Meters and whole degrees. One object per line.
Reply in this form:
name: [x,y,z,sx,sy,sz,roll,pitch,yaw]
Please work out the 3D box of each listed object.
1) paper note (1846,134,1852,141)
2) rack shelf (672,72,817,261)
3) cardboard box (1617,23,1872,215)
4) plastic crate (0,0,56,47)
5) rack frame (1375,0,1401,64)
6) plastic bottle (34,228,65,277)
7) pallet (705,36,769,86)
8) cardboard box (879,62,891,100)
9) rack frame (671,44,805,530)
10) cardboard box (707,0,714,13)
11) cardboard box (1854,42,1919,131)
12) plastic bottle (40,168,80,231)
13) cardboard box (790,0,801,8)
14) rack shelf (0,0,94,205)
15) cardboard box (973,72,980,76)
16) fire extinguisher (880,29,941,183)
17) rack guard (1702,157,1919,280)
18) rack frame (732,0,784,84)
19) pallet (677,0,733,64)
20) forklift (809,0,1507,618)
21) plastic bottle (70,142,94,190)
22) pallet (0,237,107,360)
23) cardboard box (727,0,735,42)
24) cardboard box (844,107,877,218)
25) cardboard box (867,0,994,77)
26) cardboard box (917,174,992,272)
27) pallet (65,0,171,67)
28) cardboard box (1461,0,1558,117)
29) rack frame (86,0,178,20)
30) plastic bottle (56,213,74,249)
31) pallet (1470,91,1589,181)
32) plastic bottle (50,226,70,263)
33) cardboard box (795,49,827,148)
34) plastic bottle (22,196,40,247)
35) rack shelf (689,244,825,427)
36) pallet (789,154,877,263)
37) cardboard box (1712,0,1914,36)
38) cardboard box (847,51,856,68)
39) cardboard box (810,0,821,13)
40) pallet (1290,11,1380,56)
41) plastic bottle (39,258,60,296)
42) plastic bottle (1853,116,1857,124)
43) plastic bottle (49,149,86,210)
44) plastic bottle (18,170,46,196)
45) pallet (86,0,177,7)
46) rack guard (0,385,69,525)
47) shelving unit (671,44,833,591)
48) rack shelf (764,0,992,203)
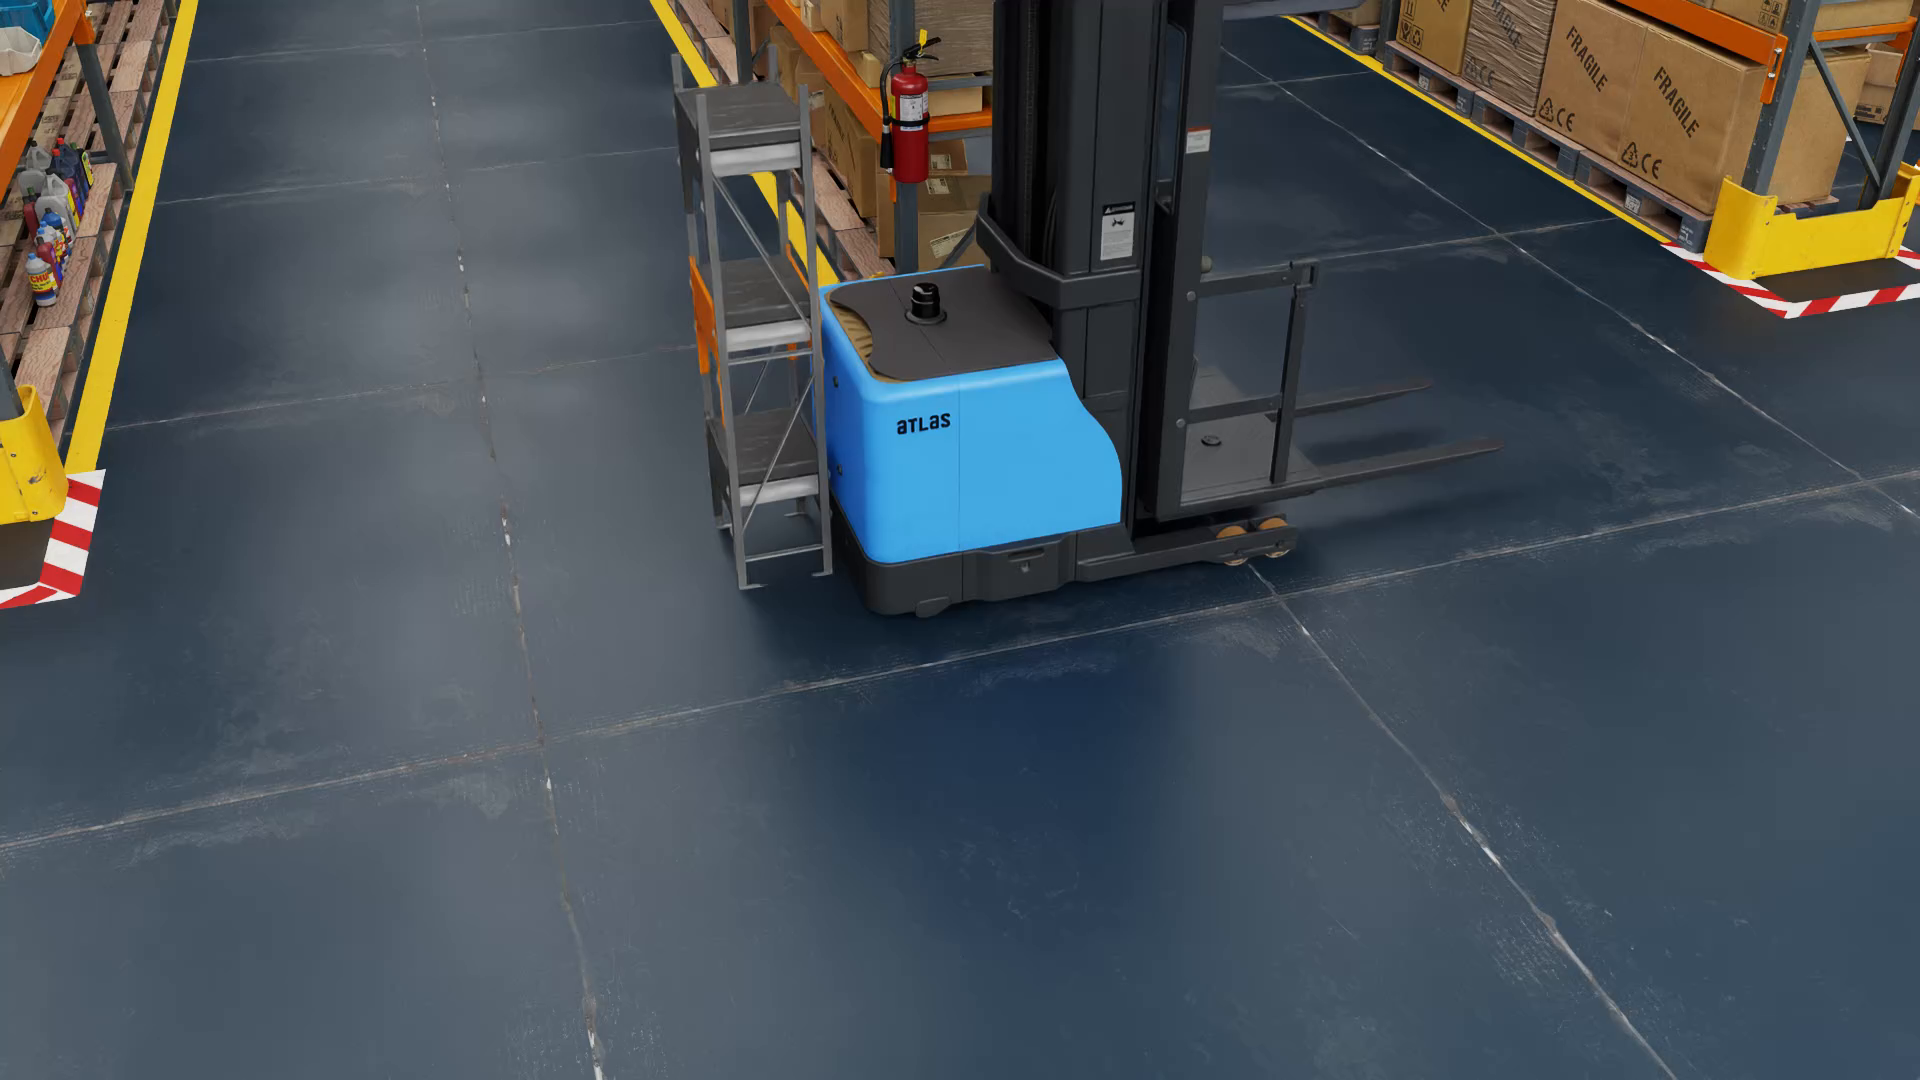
paper note: [6.079,-2.775,11.424,0.144,0.017,0.142,1,33,2]
rack shelf: [-0.806,-1.402,6.223,0.431,0.518,0.480,-10,35,-15]
cardboard box: [4.658,-2.561,9.952,0.875,0.875,0.875,-10,35,-14]
plastic crate: [-5.167,-2.817,8.926,0.499,0.251,0.616,-10,35,-15]
rack frame: [3.708,-5.028,12.138,1.000,3.000,0.127,-10,35,-15]
plastic bottle: [-4.904,-1.543,8.941,0.097,0.271,0.097,0,33,0]
pallet: [-1.285,-3.492,12.343,1.003,0.211,1.213,-10,35,-15]
cardboard box: [-0.185,-2.288,8.220,0.380,0.149,0.250,-10,35,-15]
rack frame: [-0.882,-0.958,6.794,0.400,2.100,0.015,-10,35,-15]
cardboard box: [-1.682,-4.554,13.289,0.700,0.500,0.500,-7,34,-11]
cardboard box: [6.665,-3.268,11.739,0.637,0.503,0.797,19,38,26]
plastic bottle: [-5.135,-1.932,9.457,0.144,0.351,0.185,-10,35,-15]
cardboard box: [-0.797,-3.193,9.590,0.380,0.149,0.250,-10,35,-15]
rack shelf: [-5.153,-2.064,8.305,1.077,0.370,4.000,-10,35,-15]
cardboard box: [0.256,-2.366,8.338,0.380,0.149,0.250,-10,35,-15]
fire extinguisher: [-0.230,-1.977,7.591,0.296,0.674,0.183,-10,35,-15]
rack guard: [4.936,-1.872,9.630,1.175,0.500,0.348,-10,35,-15]
rack frame: [-1.046,-4.247,10.956,1.000,3.000,0.127,-10,35,-15]
pallet: [-1.661,-4.134,13.314,1.003,0.211,1.213,-10,35,-15]
forklift: [0.926,-1.380,6.680,3.031,2.935,1.130,-10,35,-15]
plastic bottle: [-5.302,-2.267,10.025,0.061,0.283,0.133,-8,34,-12]
pallet: [-5.222,-1.249,8.949,1.003,0.211,1.213,-10,35,-15]
cardboard box: [-1.341,-3.967,12.401,0.700,0.500,0.500,-10,35,-15]
cardboard box: [-0.389,-2.250,9.820,0.500,0.500,0.500,-7,34,-10]
cardboard box: [0.032,-2.606,8.112,0.875,0.500,0.500,-10,35,-15]
cardboard box: [-0.001,-1.610,8.852,0.500,0.500,0.500,-4,34,-6]
pallet: [-6.784,-3.937,13.017,1.003,0.211,1.213,-10,35,-15]
cardboard box: [4.112,-3.502,11.375,0.875,0.875,0.875,-10,35,-14]
rack frame: [-6.983,-5.514,12.874,1.000,3.000,0.127,-10,35,-15]
plastic bottle: [-5.027,-1.727,9.281,0.097,0.201,0.097,0,33,0]
pallet: [4.241,-2.810,11.312,1.003,0.211,1.213,-10,35,-15]
plastic bottle: [-4.965,-1.619,9.118,0.097,0.201,0.097,0,33,0]
cardboard box: [-0.781,-2.863,10.748,0.500,0.500,0.500,0,33,1]
plastic bottle: [-5.191,-1.800,9.318,0.061,0.283,0.133,-10,35,-15]
rack shelf: [-0.806,-0.818,6.608,0.431,0.518,0.480,-10,35,-15]
pallet: [-0.432,-2.095,10.229,1.003,0.211,1.213,-10,35,-15]
cardboard box: [4.772,-3.178,9.202,0.875,0.550,0.550,-10,35,-15]
cardboard box: [-0.372,-2.545,8.608,0.380,0.149,0.250,-10,35,-15]
cardboard box: [-0.346,-3.118,8.887,0.875,0.500,0.500,-10,35,-15]
pallet: [3.401,-4.257,13.501,1.003,0.211,1.213,-10,35,-15]
plastic bottle: [-4.831,-1.389,8.770,0.097,0.201,0.097,0,33,0]
plastic bottle: [6.142,-2.978,11.701,0.133,0.061,0.283,-23,40,-31]
plastic bottle: [-5.234,-2.102,9.714,0.144,0.351,0.185,-12,35,-17]
plastic bottle: [-5.367,-2.033,9.677,0.152,0.276,0.135,-10,35,-15]
pallet: [-7.264,-4.758,14.258,1.003,0.211,1.213,-10,35,-15]
rack guard: [-4.611,-0.303,7.255,1.175,0.500,0.348,-10,35,-15]
shelving unit: [-0.806,-0.830,6.601,0.431,2.100,0.503,-10,35,-15]
rack shelf: [-0.436,-2.897,9.565,1.077,0.370,4.000,-10,35,-15]
